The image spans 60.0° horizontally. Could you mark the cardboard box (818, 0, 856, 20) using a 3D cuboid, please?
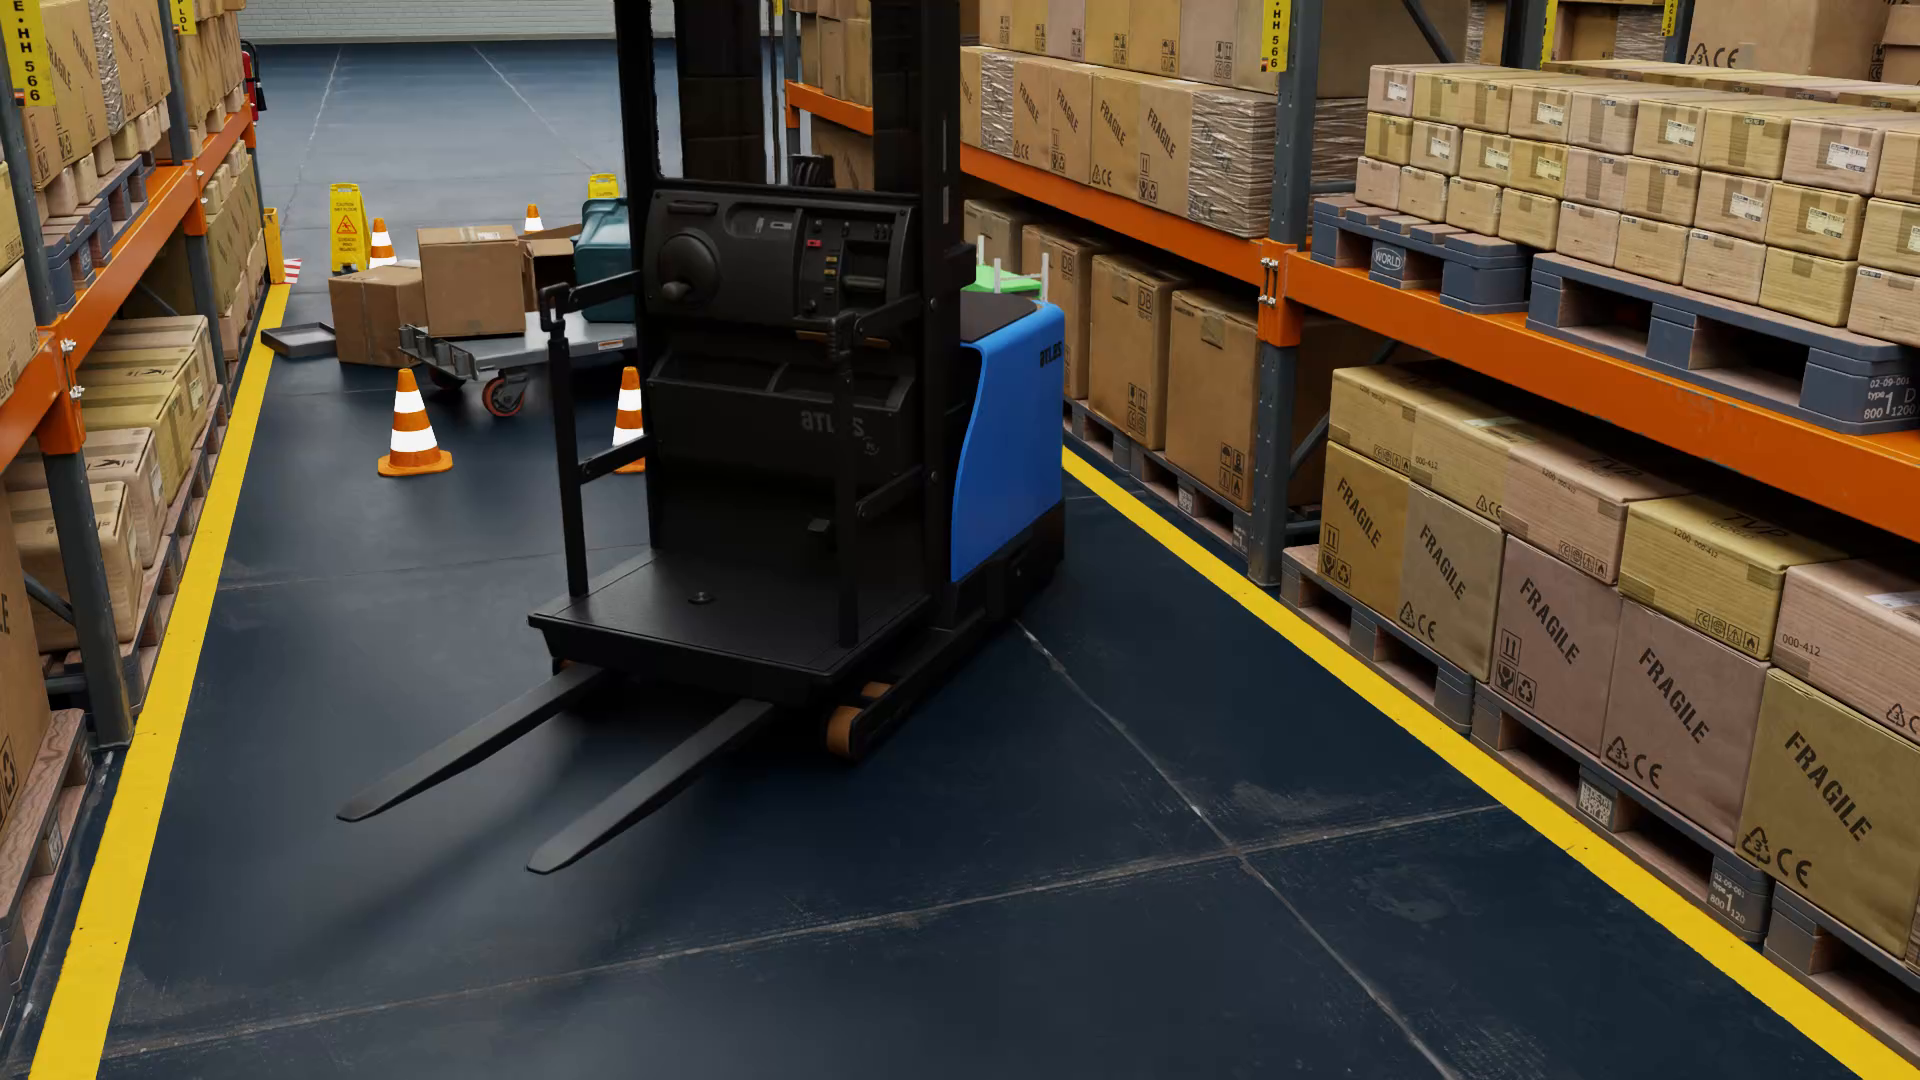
[{"bbox_3d":[-0.513,-3.956,11.674,0.875,0.550,0.550,-6,21,-17],"label":"cardboard box"}]

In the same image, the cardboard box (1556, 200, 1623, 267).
[{"bbox_3d":[1.905,-0.864,4.636,0.380,0.149,0.250,-6,21,-15],"label":"cardboard box"}]

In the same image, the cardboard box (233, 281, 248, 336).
[{"bbox_3d":[-4.418,-1.311,9.576,0.500,0.250,0.500,-5,20,-14],"label":"cardboard box"}]

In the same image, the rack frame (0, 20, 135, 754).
[{"bbox_3d":[-3.053,-0.736,4.528,1.000,3.000,0.127,-6,21,-17],"label":"rack frame"}]

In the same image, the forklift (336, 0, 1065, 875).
[{"bbox_3d":[-0.670,-0.876,5.020,1.130,2.935,3.031,9,22,23],"label":"forklift"}]

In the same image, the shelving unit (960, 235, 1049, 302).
[{"bbox_3d":[0.114,-0.603,6.821,0.258,1.200,0.503,-11,23,-28],"label":"shelving unit"}]

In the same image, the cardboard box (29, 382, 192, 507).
[{"bbox_3d":[-3.694,-0.359,6.745,0.950,0.372,0.625,-6,21,-15],"label":"cardboard box"}]

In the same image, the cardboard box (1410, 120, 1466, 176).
[{"bbox_3d":[1.663,-1.250,5.271,0.380,0.149,0.250,-5,20,-15],"label":"cardboard box"}]

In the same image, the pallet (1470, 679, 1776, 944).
[{"bbox_3d":[2.238,0.660,4.767,1.003,0.211,1.213,-6,21,-17],"label":"pallet"}]

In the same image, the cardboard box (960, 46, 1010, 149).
[{"bbox_3d":[0.267,-2.428,9.090,0.500,0.500,0.500,-6,21,-17],"label":"cardboard box"}]

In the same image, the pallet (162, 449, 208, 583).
[{"bbox_3d":[-3.677,-0.065,6.786,1.003,0.211,1.213,-6,21,-17],"label":"pallet"}]

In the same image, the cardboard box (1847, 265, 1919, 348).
[{"bbox_3d":[2.229,-0.529,3.702,0.380,0.149,0.250,-7,21,-20],"label":"cardboard box"}]

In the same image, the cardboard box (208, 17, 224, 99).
[{"bbox_3d":[-4.687,-2.859,9.850,0.500,0.500,0.500,-6,21,-17],"label":"cardboard box"}]

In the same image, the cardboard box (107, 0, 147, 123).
[{"bbox_3d":[-3.634,-1.955,6.713,0.500,0.500,0.500,-6,21,-15],"label":"cardboard box"}]

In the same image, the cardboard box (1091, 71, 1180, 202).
[{"bbox_3d":[0.905,-1.778,7.281,0.500,0.500,0.500,-7,21,-18],"label":"cardboard box"}]

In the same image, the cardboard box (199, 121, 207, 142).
[{"bbox_3d":[-4.391,-2.277,9.190,0.380,0.149,0.250,-6,21,-16],"label":"cardboard box"}]

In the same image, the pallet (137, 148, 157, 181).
[{"bbox_3d":[-4.208,-1.669,7.408,1.003,0.211,1.213,-6,21,-17],"label":"pallet"}]

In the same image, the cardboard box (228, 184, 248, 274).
[{"bbox_3d":[-4.580,-1.831,9.914,0.500,0.500,0.500,-5,20,-14],"label":"cardboard box"}]

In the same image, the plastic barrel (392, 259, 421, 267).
[{"bbox_3d":[-3.481,-1.589,10.713,0.512,0.421,0.421,8,21,20],"label":"plastic barrel"}]

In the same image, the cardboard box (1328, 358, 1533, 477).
[{"bbox_3d":[1.601,-0.421,5.620,0.500,0.250,0.500,-7,21,-20],"label":"cardboard box"}]

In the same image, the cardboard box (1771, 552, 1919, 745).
[{"bbox_3d":[2.248,0.237,3.787,0.500,0.250,0.500,-5,20,-15],"label":"cardboard box"}]

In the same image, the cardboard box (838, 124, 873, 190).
[{"bbox_3d":[-0.346,-2.566,12.146,0.875,0.875,0.875,-7,21,-18],"label":"cardboard box"}]

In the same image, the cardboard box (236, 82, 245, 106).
[{"bbox_3d":[-5.062,-3.018,11.253,0.380,0.149,0.250,-7,21,-18],"label":"cardboard box"}]

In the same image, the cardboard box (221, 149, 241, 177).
[{"bbox_3d":[-4.732,-2.359,10.425,0.380,0.149,0.250,-5,20,-15],"label":"cardboard box"}]

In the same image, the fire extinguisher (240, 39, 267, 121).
[{"bbox_3d":[-5.166,-3.352,11.927,0.296,0.674,0.183,-6,21,-17],"label":"fire extinguisher"}]

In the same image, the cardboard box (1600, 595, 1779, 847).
[{"bbox_3d":[2.082,0.428,4.365,0.500,0.500,0.500,-7,21,-18],"label":"cardboard box"}]

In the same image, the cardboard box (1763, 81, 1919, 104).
[{"bbox_3d":[2.520,-1.217,4.737,0.380,0.149,0.250,-6,21,-17],"label":"cardboard box"}]

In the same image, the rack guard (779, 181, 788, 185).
[{"bbox_3d":[-0.908,-2.693,13.674,1.175,0.500,0.348,-6,21,-17],"label":"rack guard"}]

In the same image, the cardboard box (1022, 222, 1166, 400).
[{"bbox_3d":[0.937,-1.217,8.575,1.050,0.750,0.750,-6,21,-17],"label":"cardboard box"}]

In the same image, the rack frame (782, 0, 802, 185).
[{"bbox_3d":[-0.900,-3.861,13.230,1.000,3.000,0.127,-6,21,-17],"label":"rack frame"}]

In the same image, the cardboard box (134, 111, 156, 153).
[{"bbox_3d":[-3.622,-1.716,7.008,0.380,0.149,0.250,-6,21,-17],"label":"cardboard box"}]

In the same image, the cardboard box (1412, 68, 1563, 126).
[{"bbox_3d":[1.663,-1.399,5.244,0.380,0.149,0.250,-7,21,-19],"label":"cardboard box"}]

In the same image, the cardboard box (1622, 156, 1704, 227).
[{"bbox_3d":[1.982,-0.924,4.362,0.380,0.149,0.250,-7,21,-18],"label":"cardboard box"}]

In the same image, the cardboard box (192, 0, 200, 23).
[{"bbox_3d":[-4.243,-2.841,8.323,0.700,0.500,0.500,-7,21,-18],"label":"cardboard box"}]

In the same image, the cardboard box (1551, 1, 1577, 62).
[{"bbox_3d":[4.638,-3.724,12.260,0.875,0.500,0.500,-6,21,-17],"label":"cardboard box"}]

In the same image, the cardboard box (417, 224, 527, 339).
[{"bbox_3d":[-2.630,-1.398,8.950,0.500,0.500,0.500,-6,21,-17],"label":"cardboard box"}]

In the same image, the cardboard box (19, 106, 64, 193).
[{"bbox_3d":[-2.975,-1.290,4.860,0.500,0.500,0.500,-7,21,-19],"label":"cardboard box"}]

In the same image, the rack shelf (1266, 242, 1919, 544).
[{"bbox_3d":[2.243,-0.314,4.417,1.077,0.370,4.000,-6,21,-17],"label":"rack shelf"}]

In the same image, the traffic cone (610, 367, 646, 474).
[{"bbox_3d":[-1.551,-0.590,7.873,0.336,0.463,0.334,-6,21,-17],"label":"traffic cone"}]

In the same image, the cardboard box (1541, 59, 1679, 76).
[{"bbox_3d":[2.204,-1.545,5.651,0.380,0.149,0.250,-7,21,-19],"label":"cardboard box"}]

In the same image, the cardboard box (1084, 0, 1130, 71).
[{"bbox_3d":[0.998,-2.448,7.666,0.700,0.500,0.500,-7,21,-18],"label":"cardboard box"}]

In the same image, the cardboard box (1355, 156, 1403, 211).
[{"bbox_3d":[1.563,-1.209,5.594,0.380,0.149,0.250,-7,21,-18],"label":"cardboard box"}]

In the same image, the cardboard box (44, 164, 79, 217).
[{"bbox_3d":[-3.078,-1.126,5.365,0.380,0.149,0.250,-8,21,-21],"label":"cardboard box"}]

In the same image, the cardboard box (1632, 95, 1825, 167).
[{"bbox_3d":[1.990,-1.063,4.309,0.380,0.149,0.250,-6,21,-16],"label":"cardboard box"}]

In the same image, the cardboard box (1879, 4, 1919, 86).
[{"bbox_3d":[5.730,-2.772,9.423,0.797,0.503,0.637,-4,20,-12],"label":"cardboard box"}]

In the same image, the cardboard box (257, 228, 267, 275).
[{"bbox_3d":[-5.051,-1.968,11.405,0.500,0.250,0.500,-6,21,-17],"label":"cardboard box"}]

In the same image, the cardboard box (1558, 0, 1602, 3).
[{"bbox_3d":[4.536,-4.006,11.564,0.500,0.500,0.500,-6,21,-17],"label":"cardboard box"}]

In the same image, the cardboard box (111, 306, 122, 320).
[{"bbox_3d":[-4.751,-1.437,8.818,0.500,0.500,0.500,-7,21,-18],"label":"cardboard box"}]

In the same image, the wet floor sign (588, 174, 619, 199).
[{"bbox_3d":[-2.789,-2.552,13.068,0.267,0.644,0.232,-10,22,-27],"label":"wet floor sign"}]

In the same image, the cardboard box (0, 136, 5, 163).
[{"bbox_3d":[-2.642,-1.115,3.957,0.500,0.500,0.500,-7,21,-19],"label":"cardboard box"}]

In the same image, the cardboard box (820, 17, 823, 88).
[{"bbox_3d":[-0.547,-3.644,12.402,0.875,0.550,0.550,-6,21,-17],"label":"cardboard box"}]

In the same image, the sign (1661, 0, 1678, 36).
[{"bbox_3d":[4.585,-3.420,10.719,0.100,0.325,0.005,-6,21,-17],"label":"sign"}]
